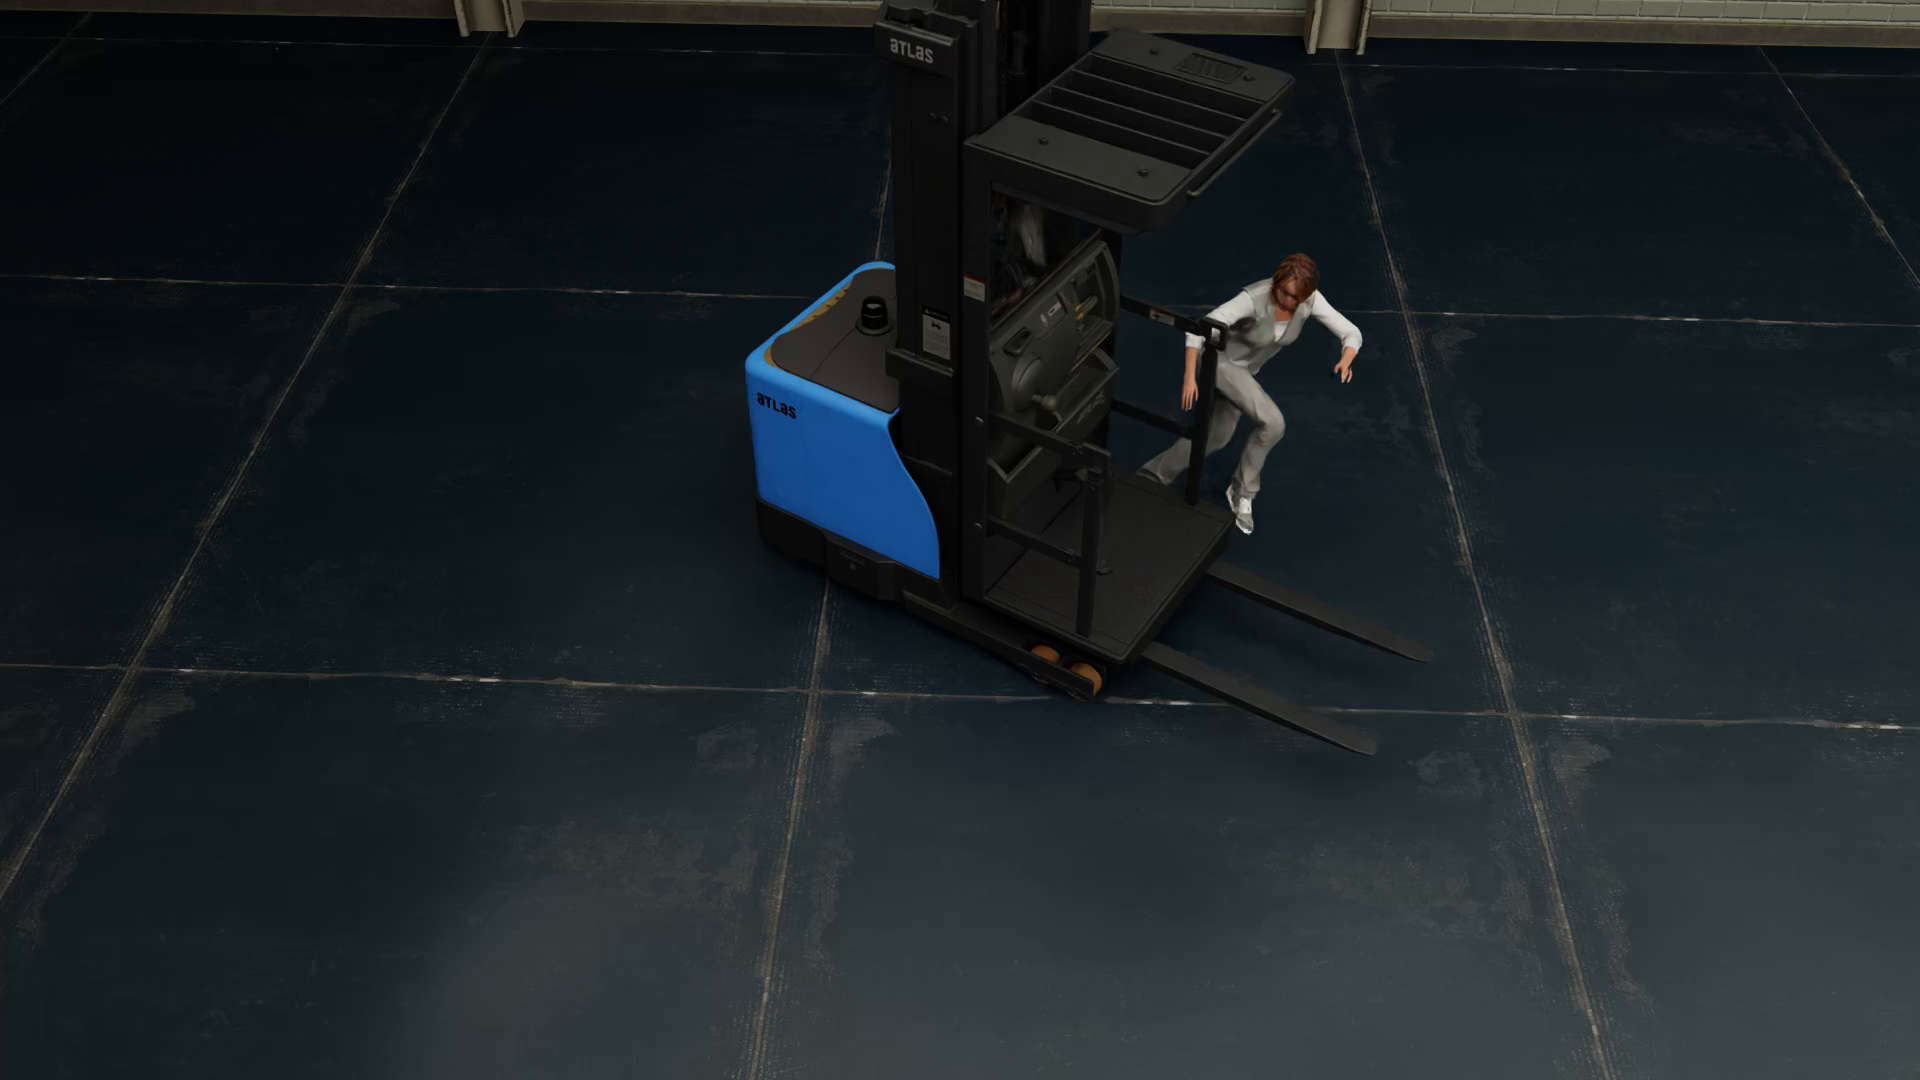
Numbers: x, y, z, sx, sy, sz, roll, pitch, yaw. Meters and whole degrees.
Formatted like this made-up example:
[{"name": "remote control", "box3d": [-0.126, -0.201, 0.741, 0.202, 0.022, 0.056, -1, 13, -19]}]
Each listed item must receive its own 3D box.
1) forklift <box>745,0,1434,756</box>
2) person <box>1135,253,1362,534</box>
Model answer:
[{"name": "forklift", "box3d": [0.563, -0.802, 6.621, 3.031, 2.935, 1.130, 24, 47, 24]}, {"name": "person", "box3d": [1.295, -0.645, 7.397, 0.848, 1.355, 0.819, -28, 49, -27]}]
